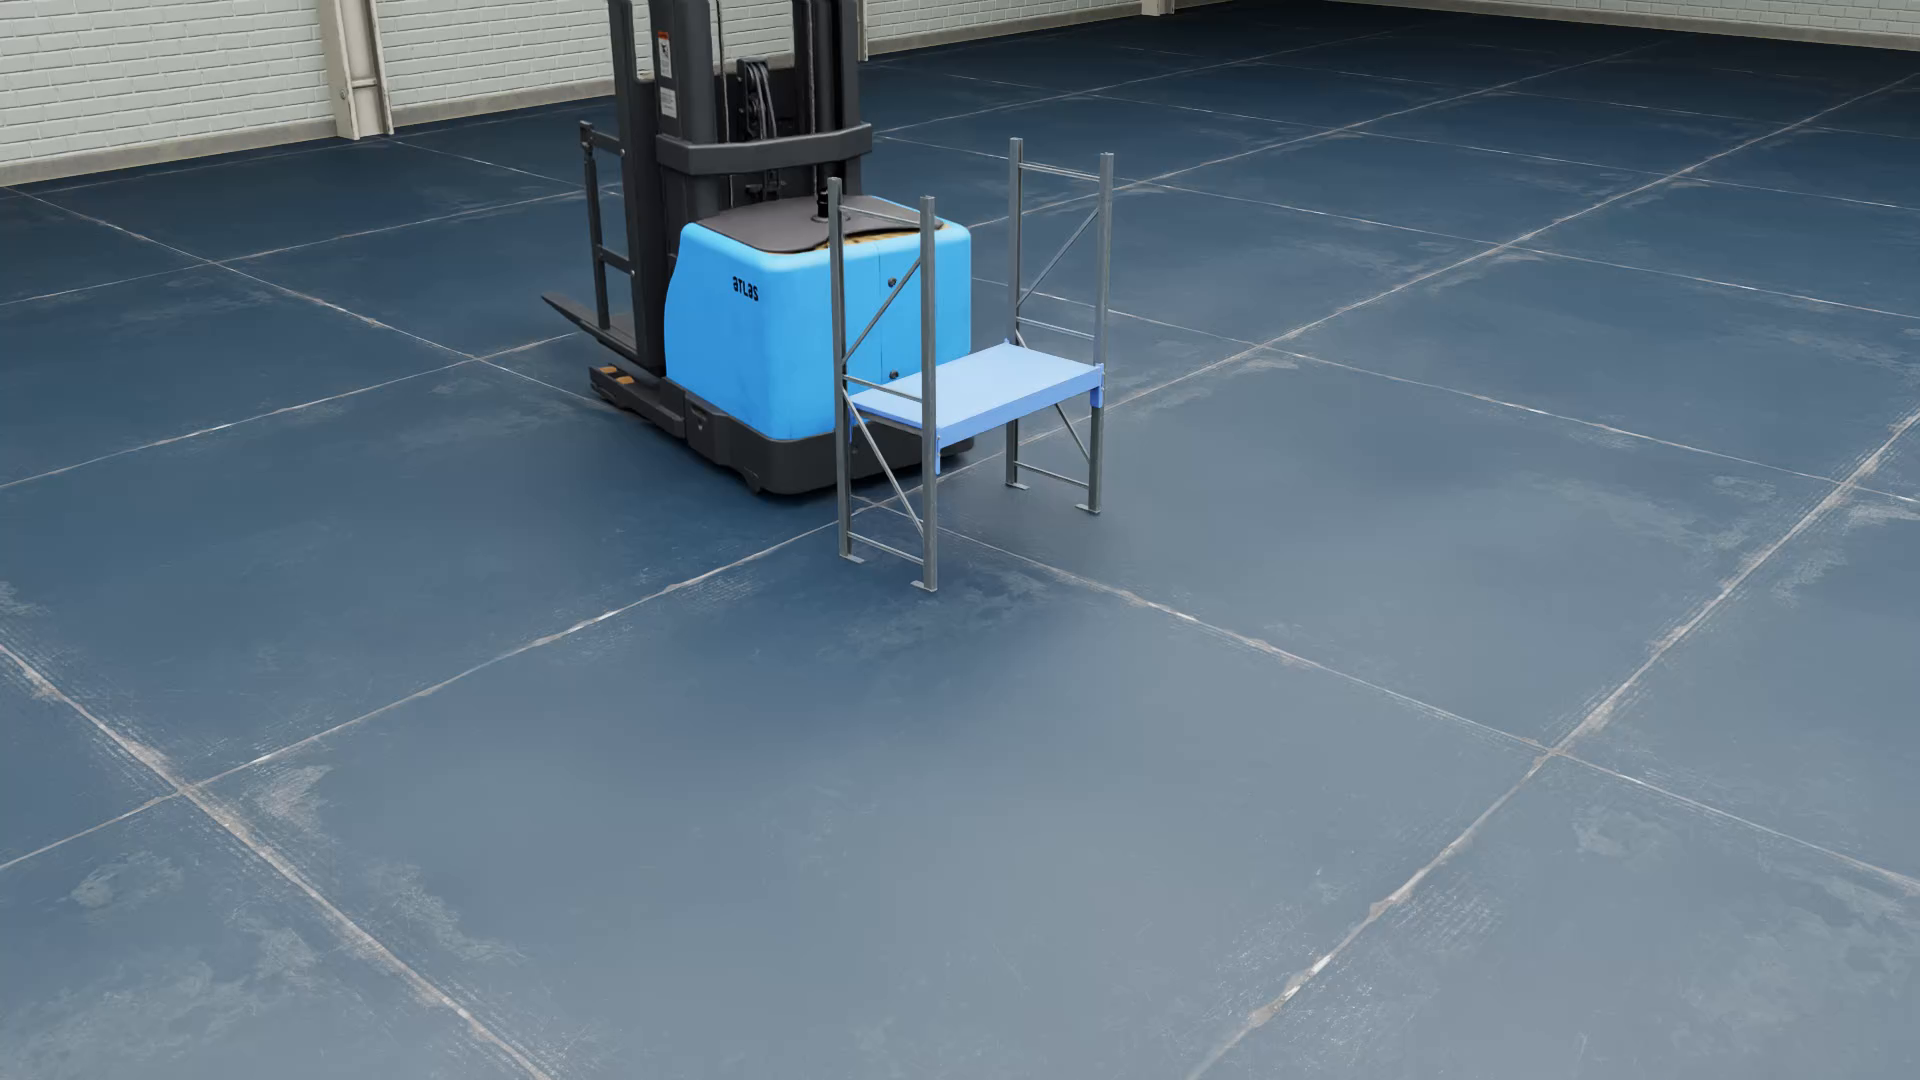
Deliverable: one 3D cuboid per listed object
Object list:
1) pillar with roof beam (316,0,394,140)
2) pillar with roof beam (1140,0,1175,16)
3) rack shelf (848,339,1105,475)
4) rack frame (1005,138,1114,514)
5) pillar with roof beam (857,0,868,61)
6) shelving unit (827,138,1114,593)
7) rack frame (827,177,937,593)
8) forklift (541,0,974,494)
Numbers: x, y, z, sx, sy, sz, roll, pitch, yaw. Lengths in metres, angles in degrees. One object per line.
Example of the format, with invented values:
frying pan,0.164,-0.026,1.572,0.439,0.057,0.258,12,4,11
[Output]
pillar with roof beam,-2.085,-6.539,10.336,9.100,9.000,0.400,20,31,38
pillar with roof beam,5.924,-10.195,18.490,9.100,9.000,0.400,20,31,38
rack shelf,0.057,-0.546,6.575,0.538,0.185,1.000,20,31,38
rack frame,0.396,-0.865,6.847,0.500,1.500,0.032,20,31,38
pillar with roof beam,1.920,-8.367,14.413,9.100,9.000,0.400,20,31,38
shelving unit,0.057,-0.710,6.501,0.538,1.500,1.048,20,31,38
rack frame,-0.282,-0.555,6.156,0.500,1.500,0.032,20,31,38
forklift,-1.193,-2.076,7.798,1.130,2.935,3.031,-16,29,-32
